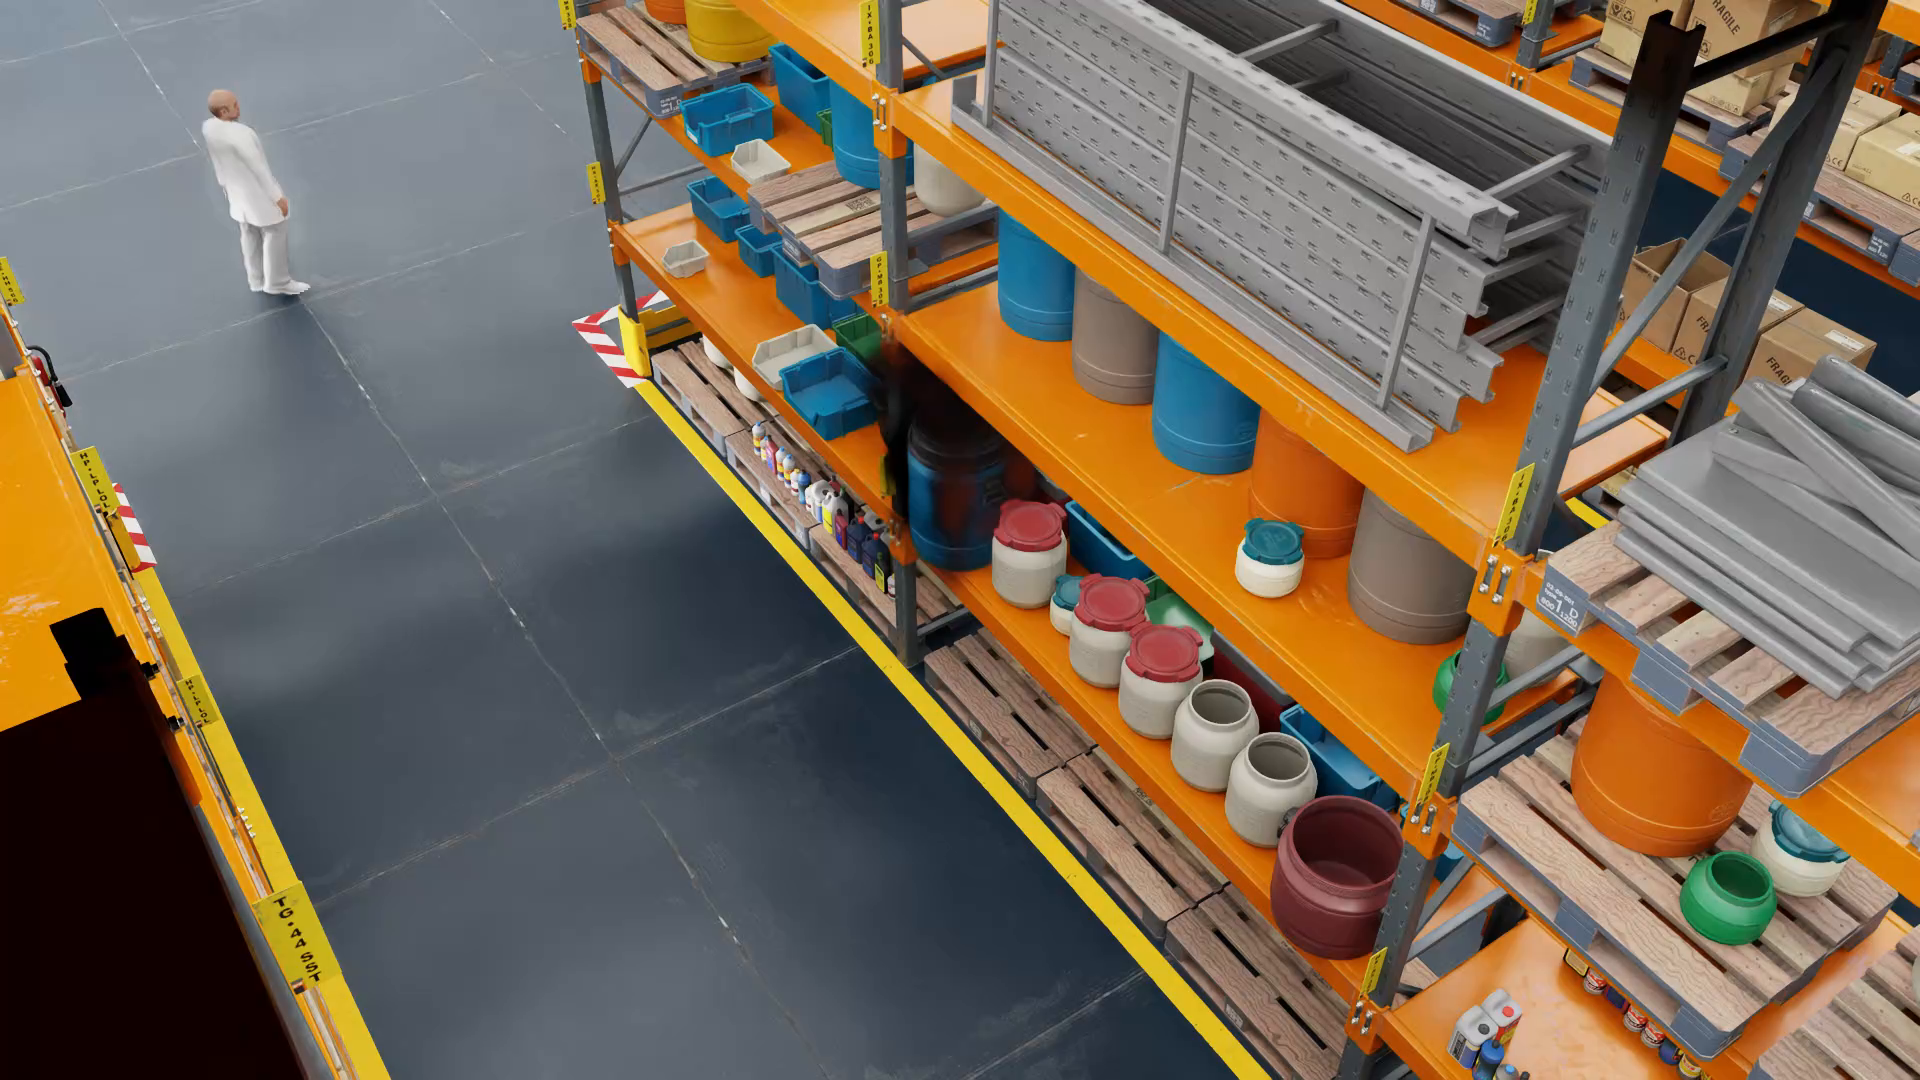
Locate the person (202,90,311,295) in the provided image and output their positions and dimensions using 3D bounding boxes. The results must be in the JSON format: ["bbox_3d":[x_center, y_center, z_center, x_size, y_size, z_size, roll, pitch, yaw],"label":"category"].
[{"bbox_3d":[-5.767,-2.805,13.510,0.697,1.825,0.418,23,47,23],"label":"person"}]
